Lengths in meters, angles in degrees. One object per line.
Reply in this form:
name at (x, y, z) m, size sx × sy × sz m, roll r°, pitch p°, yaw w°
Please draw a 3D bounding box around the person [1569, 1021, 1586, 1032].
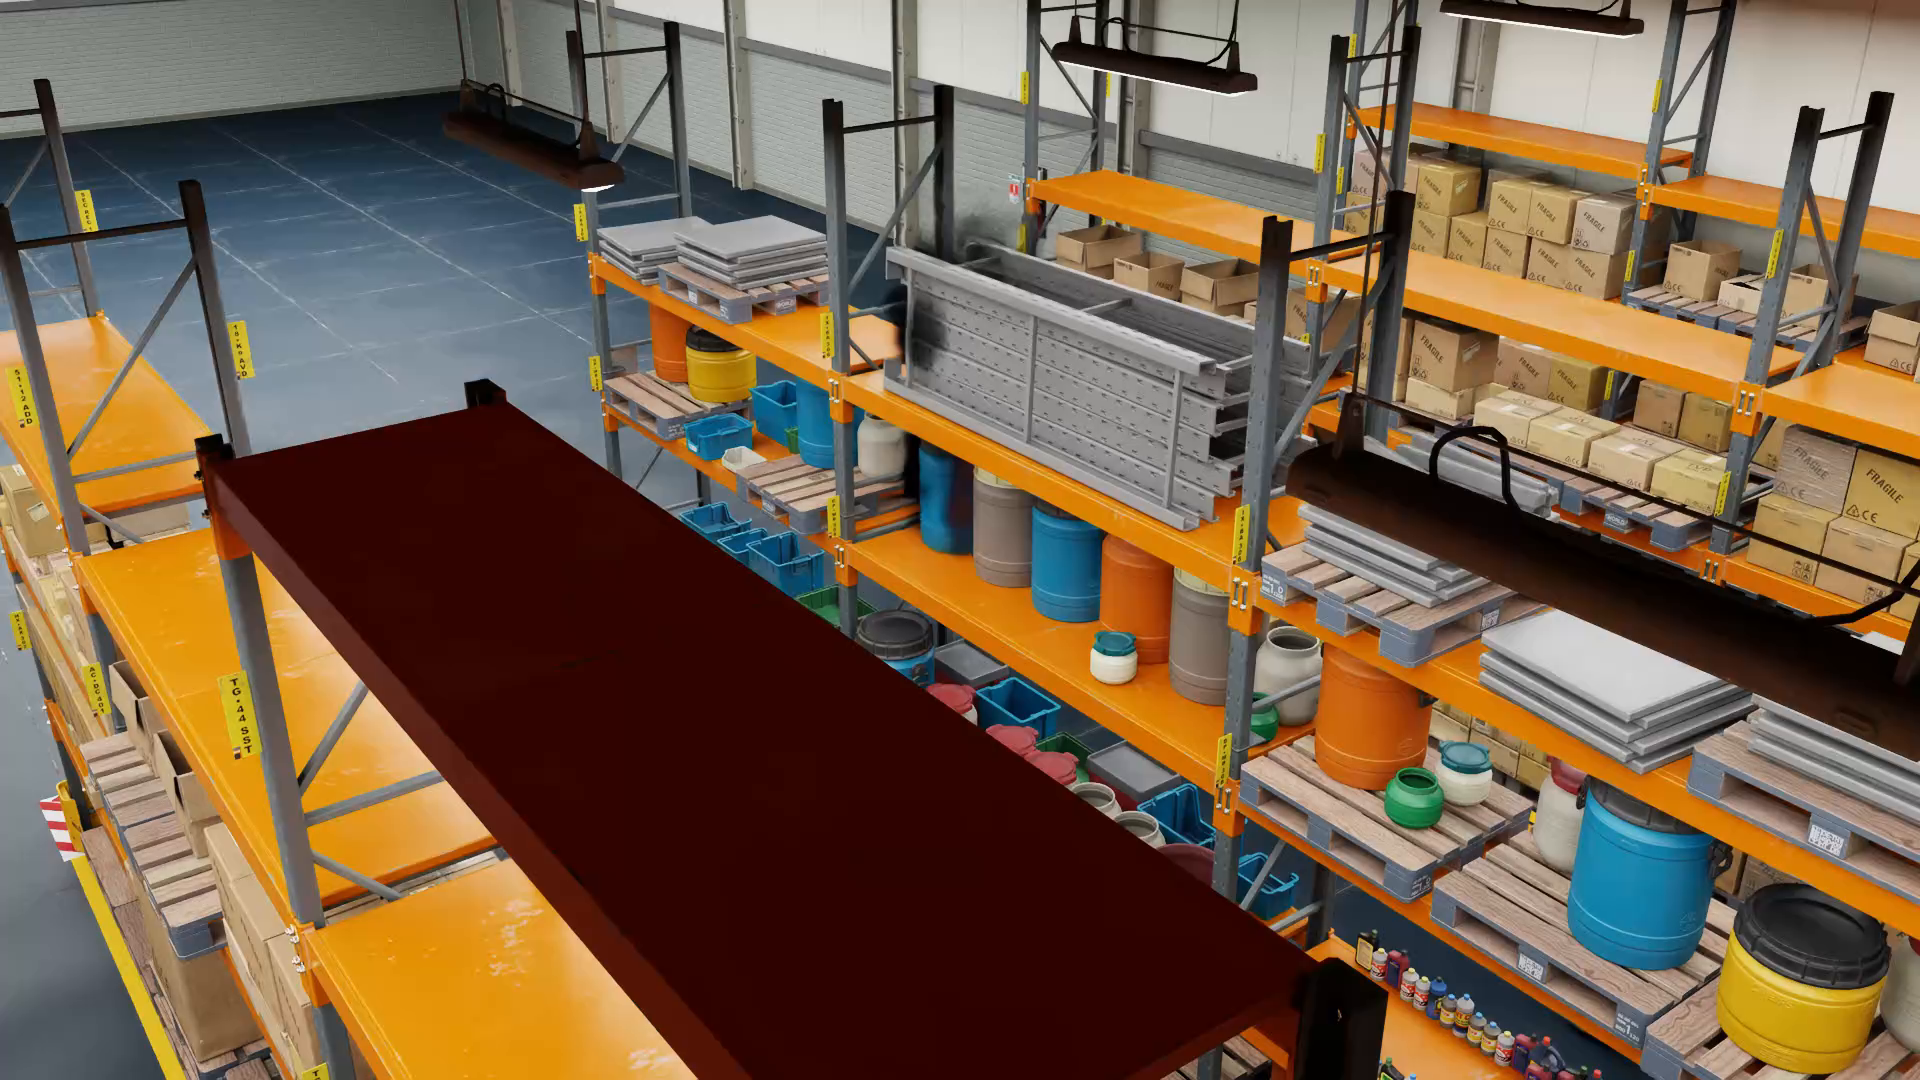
person at (4.253, 2.557, 11.352) m, size 0.828 × 1.846 × 0.669 m, roll 21°, pitch 32°, yaw 37°
